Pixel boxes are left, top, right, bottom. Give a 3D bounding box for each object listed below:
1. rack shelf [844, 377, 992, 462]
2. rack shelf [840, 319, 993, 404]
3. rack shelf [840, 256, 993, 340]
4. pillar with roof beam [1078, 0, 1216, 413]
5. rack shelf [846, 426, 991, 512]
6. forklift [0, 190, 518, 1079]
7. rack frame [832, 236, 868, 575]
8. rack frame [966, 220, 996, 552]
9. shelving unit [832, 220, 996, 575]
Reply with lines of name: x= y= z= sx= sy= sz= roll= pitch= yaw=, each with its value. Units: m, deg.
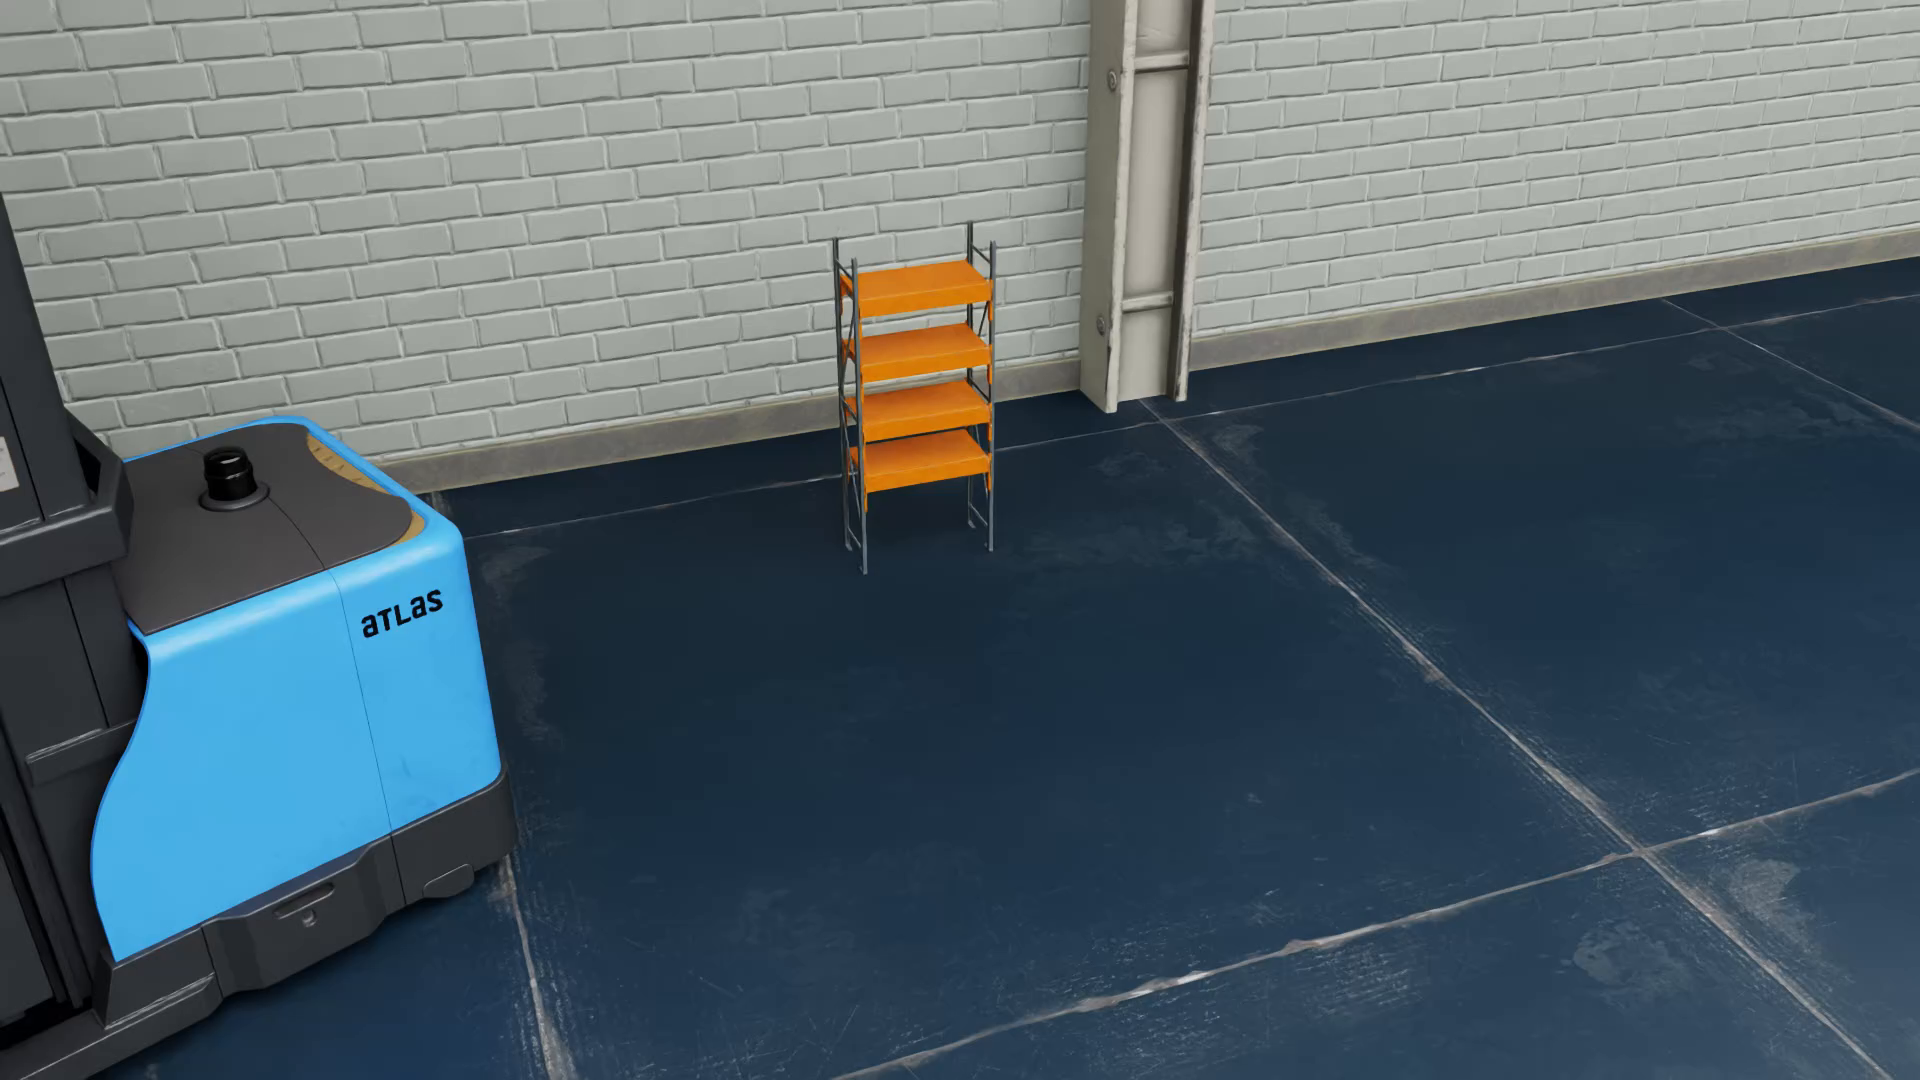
rack shelf: x=-0.155 y=-0.434 z=5.936 sx=0.480 sy=0.148 sz=0.258 roll=-10 pitch=31 yaw=-18
rack shelf: x=-0.155 y=-0.629 z=5.825 sx=0.480 sy=0.148 sz=0.258 roll=-10 pitch=31 yaw=-18
rack shelf: x=-0.155 y=-0.834 z=5.708 sx=0.480 sy=0.148 sz=0.258 roll=-10 pitch=31 yaw=-18
pillar with roof beam: x=2.264 y=-2.567 z=1.665 sx=0.400 sy=9.000 sz=9.100 roll=-10 pitch=31 yaw=-18
rack shelf: x=-0.155 y=-0.262 z=6.034 sx=0.480 sy=0.148 sz=0.258 roll=-10 pitch=31 yaw=-18
forklift: x=-2.653 y=-0.047 z=3.371 sx=3.031 sy=2.935 sz=1.130 roll=-25 pitch=38 yaw=-36
rack frame: x=-0.384 y=-0.451 z=5.829 sx=0.015 sy=1.200 sz=0.240 roll=-10 pitch=31 yaw=-18
rack frame: x=0.074 y=-0.535 z=5.977 sx=0.015 sy=1.200 sz=0.240 roll=-10 pitch=31 yaw=-18
shelving unit: x=-0.155 y=-0.493 z=5.903 sx=0.503 sy=1.200 sz=0.258 roll=-10 pitch=31 yaw=-18
